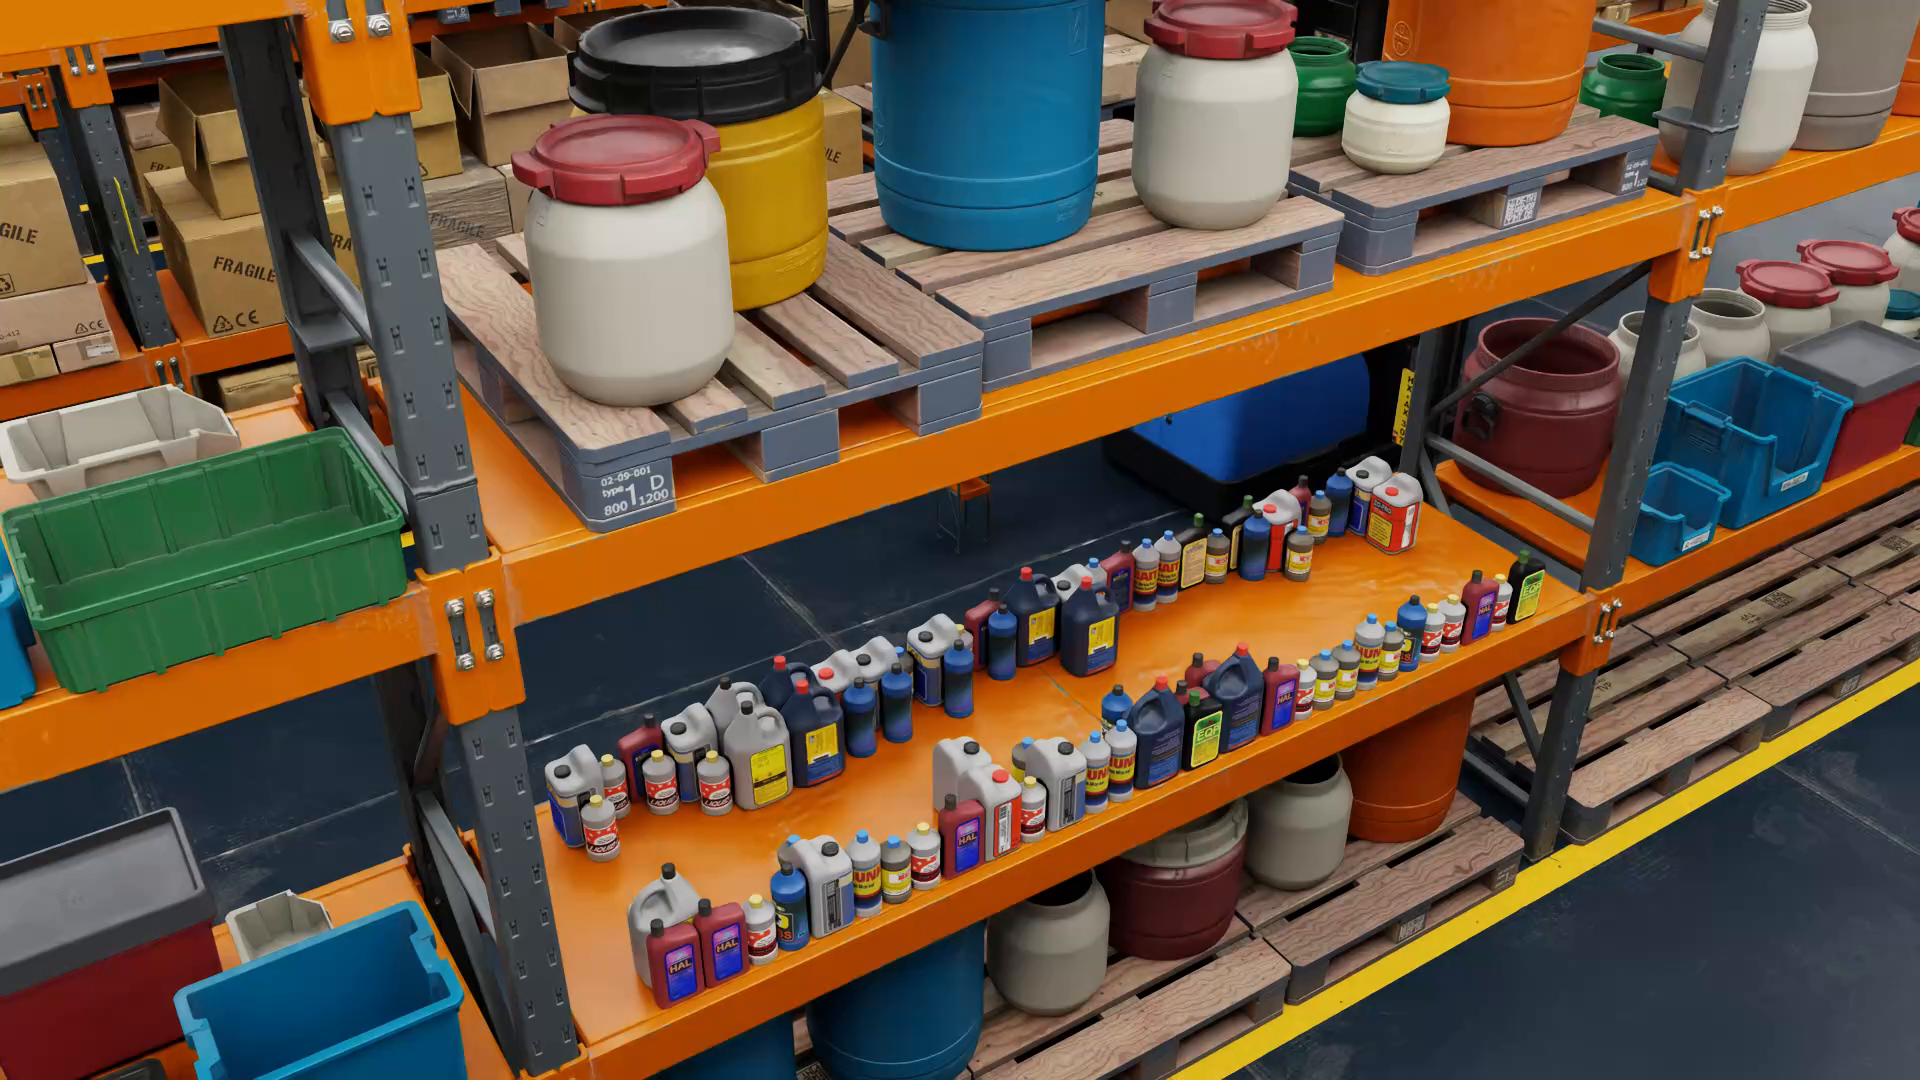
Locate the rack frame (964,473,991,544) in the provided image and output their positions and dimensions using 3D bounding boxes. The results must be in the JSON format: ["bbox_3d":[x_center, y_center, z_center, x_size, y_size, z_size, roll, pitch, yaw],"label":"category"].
[{"bbox_3d":[0.089,-0.538,8.478,0.006,1.200,0.240,-19,37,-27],"label":"rack frame"}]

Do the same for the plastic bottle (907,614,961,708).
[{"bbox_3d":[-0.087,0.387,5.442,0.135,0.276,0.152,-19,37,-27],"label":"plastic bottle"}]

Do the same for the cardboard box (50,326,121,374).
[{"bbox_3d":[-4.044,-0.929,7.647,0.250,0.149,0.380,-19,37,-27],"label":"cardboard box"}]

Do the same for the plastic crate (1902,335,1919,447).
[{"bbox_3d":[4.131,-0.643,7.156,0.662,0.188,0.450,-19,37,-27],"label":"plastic crate"}]

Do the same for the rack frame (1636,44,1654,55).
[{"bbox_3d":[6.121,-4.740,13.452,0.127,3.000,1.000,-19,37,-27],"label":"rack frame"}]

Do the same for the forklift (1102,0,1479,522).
[{"bbox_3d":[2.298,-1.946,9.087,3.031,2.935,1.130,-21,38,-29],"label":"forklift"}]

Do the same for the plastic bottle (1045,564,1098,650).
[{"bbox_3d":[0.376,0.228,5.694,0.135,0.276,0.152,-19,37,-27],"label":"plastic bottle"}]

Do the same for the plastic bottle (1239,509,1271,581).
[{"bbox_3d":[1.073,0.011,6.042,0.097,0.271,0.097,0,32,0],"label":"plastic bottle"}]

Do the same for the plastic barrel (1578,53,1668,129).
[{"bbox_3d":[2.260,-1.503,5.656,0.294,0.245,0.294,0,32,0],"label":"plastic barrel"}]

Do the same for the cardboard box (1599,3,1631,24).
[{"bbox_3d":[4.789,-3.978,12.480,0.250,0.149,0.380,-19,37,-27],"label":"cardboard box"}]

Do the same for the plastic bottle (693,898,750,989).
[{"bbox_3d":[-0.630,1.046,4.389,0.133,0.283,0.061,-19,37,-27],"label":"plastic bottle"}]

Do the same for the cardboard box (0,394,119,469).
[{"bbox_3d":[-4.563,-0.395,8.162,0.875,0.875,0.875,-19,37,-27],"label":"cardboard box"}]

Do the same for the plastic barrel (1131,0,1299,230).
[{"bbox_3d":[0.672,-1.130,4.397,0.433,0.535,0.433,0,32,0],"label":"plastic barrel"}]

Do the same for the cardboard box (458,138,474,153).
[{"bbox_3d":[-2.865,-1.865,8.801,0.500,0.500,0.500,-19,37,-28],"label":"cardboard box"}]

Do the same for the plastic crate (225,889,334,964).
[{"bbox_3d":[-1.750,1.107,4.375,0.243,0.136,0.396,-19,37,-27],"label":"plastic crate"}]

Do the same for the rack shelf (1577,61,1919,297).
[{"bbox_3d":[3.761,-1.748,6.573,4.000,0.370,1.077,-19,37,-27],"label":"rack shelf"}]

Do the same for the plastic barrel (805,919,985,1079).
[{"bbox_3d":[-0.220,1.306,5.441,0.708,0.901,0.600,-19,37,-27],"label":"plastic barrel"}]

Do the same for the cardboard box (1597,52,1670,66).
[{"bbox_3d":[5.587,-3.687,13.733,0.500,0.500,0.500,-12,34,-19],"label":"cardboard box"}]

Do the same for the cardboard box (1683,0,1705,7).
[{"bbox_3d":[5.600,-4.291,12.976,0.250,0.149,0.380,-19,37,-27],"label":"cardboard box"}]

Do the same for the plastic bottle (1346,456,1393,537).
[{"bbox_3d":[1.541,-0.173,6.330,0.135,0.276,0.152,-19,37,-27],"label":"plastic bottle"}]

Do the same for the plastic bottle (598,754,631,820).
[{"bbox_3d":[-1.043,0.730,4.968,0.097,0.201,0.097,0,32,0],"label":"plastic bottle"}]

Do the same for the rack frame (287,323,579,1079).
[{"bbox_3d":[-1.282,0.950,4.432,0.127,3.000,1.000,-19,37,-27],"label":"rack frame"}]

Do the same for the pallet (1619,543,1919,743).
[{"bbox_3d":[3.777,0.416,7.892,1.213,0.211,1.003,-19,37,-27],"label":"pallet"}]

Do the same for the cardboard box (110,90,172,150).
[{"bbox_3d":[-5.804,-3.057,12.031,0.500,0.250,0.500,-21,38,-29],"label":"cardboard box"}]

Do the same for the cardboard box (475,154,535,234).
[{"bbox_3d":[-2.169,-1.776,8.660,0.500,0.500,0.500,-18,37,-26],"label":"cardboard box"}]

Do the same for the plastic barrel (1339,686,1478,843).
[{"bbox_3d":[1.678,0.683,6.496,0.708,0.830,0.600,-19,37,-27],"label":"plastic barrel"}]

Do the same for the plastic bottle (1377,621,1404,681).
[{"bbox_3d":[1.425,0.363,5.550,0.097,0.201,0.097,0,32,0],"label":"plastic bottle"}]

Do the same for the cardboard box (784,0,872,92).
[{"bbox_3d":[-1.130,-4.566,14.892,0.750,0.750,1.050,-19,37,-27],"label":"cardboard box"}]

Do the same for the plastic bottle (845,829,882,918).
[{"bbox_3d":[-0.266,0.915,4.609,0.097,0.271,0.097,0,32,0],"label":"plastic bottle"}]

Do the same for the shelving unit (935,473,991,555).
[{"bbox_3d":[0.012,-0.512,8.437,0.189,1.200,0.258,-19,37,-27],"label":"shelving unit"}]

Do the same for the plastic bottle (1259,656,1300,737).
[{"bbox_3d":[1.011,0.482,5.284,0.133,0.283,0.061,-19,37,-27],"label":"plastic bottle"}]

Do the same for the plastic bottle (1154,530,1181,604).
[{"bbox_3d":[0.734,0.089,5.918,0.097,0.271,0.097,0,32,0],"label":"plastic bottle"}]

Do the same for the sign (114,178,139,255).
[{"bbox_3d":[-3.663,-1.422,7.307,0.005,0.325,0.100,-19,37,-27],"label":"sign"}]

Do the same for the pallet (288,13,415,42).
[{"bbox_3d":[-4.847,-4.009,12.473,1.213,0.211,1.003,-19,37,-27],"label":"pallet"}]

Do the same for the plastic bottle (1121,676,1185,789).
[{"bbox_3d":[0.587,0.573,5.077,0.185,0.351,0.144,-19,37,-27],"label":"plastic bottle"}]

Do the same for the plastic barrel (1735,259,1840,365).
[{"bbox_3d":[3.539,-0.904,7.245,0.433,0.535,0.433,0,32,0],"label":"plastic barrel"}]

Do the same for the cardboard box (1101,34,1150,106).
[{"bbox_3d":[0.930,-2.923,10.318,0.500,0.250,0.500,-20,37,-29],"label":"cardboard box"}]

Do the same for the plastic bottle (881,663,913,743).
[{"bbox_3d":[-0.198,0.506,5.257,0.097,0.271,0.097,0,32,0],"label":"plastic bottle"}]

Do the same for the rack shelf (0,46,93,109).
[{"bbox_3d":[-5.646,-1.657,6.428,4.000,0.370,1.077,-19,37,-27],"label":"rack shelf"}]

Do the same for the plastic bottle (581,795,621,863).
[{"bbox_3d":[-1.042,0.826,4.815,0.097,0.201,0.097,0,32,0],"label":"plastic bottle"}]

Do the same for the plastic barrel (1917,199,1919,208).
[{"bbox_3d":[4.953,-1.598,8.003,0.708,0.901,0.600,-19,37,-27],"label":"plastic barrel"}]

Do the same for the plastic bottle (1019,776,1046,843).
[{"bbox_3d":[0.204,0.783,4.884,0.097,0.201,0.097,0,32,0],"label":"plastic bottle"}]

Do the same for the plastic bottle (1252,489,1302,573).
[{"bbox_3d":[1.152,-0.040,6.118,0.135,0.276,0.152,-19,37,-27],"label":"plastic bottle"}]

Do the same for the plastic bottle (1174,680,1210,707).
[{"bbox_3d":[0.710,0.547,5.181,0.133,0.283,0.061,-19,37,-27],"label":"plastic bottle"}]

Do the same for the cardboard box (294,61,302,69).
[{"bbox_3d":[-5.203,-3.592,12.879,0.500,0.250,0.500,-21,38,-29],"label":"cardboard box"}]

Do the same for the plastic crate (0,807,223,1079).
[{"bbox_3d":[-2.168,1.044,4.168,0.583,0.464,0.402,-19,37,-27],"label":"plastic crate"}]

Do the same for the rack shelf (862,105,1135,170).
[{"bbox_3d":[1.078,-2.701,10.894,4.000,0.370,1.077,-19,37,-27],"label":"rack shelf"}]

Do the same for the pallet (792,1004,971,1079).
[{"bbox_3d":[-0.611,1.925,5.500,1.213,0.211,1.003,-19,37,-27],"label":"pallet"}]

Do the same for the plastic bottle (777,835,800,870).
[{"bbox_3d":[-0.462,0.915,4.674,0.097,0.201,0.097,0,32,0],"label":"plastic bottle"}]

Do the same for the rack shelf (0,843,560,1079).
[{"bbox_3d":[-2.963,1.833,3.707,4.000,0.370,1.077,-19,37,-27],"label":"rack shelf"}]

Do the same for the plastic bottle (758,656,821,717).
[{"bbox_3d":[-0.531,0.505,5.184,0.185,0.351,0.144,-19,37,-27],"label":"plastic bottle"}]

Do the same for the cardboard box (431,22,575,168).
[{"bbox_3d":[-2.336,-2.306,8.559,0.637,0.503,0.797,-18,36,-26],"label":"cardboard box"}]

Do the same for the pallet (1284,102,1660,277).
[{"bbox_3d":[1.384,-1.217,5.234,1.213,0.211,1.003,-19,37,-27],"label":"pallet"}]

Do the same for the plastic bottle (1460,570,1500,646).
[{"bbox_3d":[1.777,0.218,5.702,0.133,0.283,0.061,-19,37,-27],"label":"plastic bottle"}]
